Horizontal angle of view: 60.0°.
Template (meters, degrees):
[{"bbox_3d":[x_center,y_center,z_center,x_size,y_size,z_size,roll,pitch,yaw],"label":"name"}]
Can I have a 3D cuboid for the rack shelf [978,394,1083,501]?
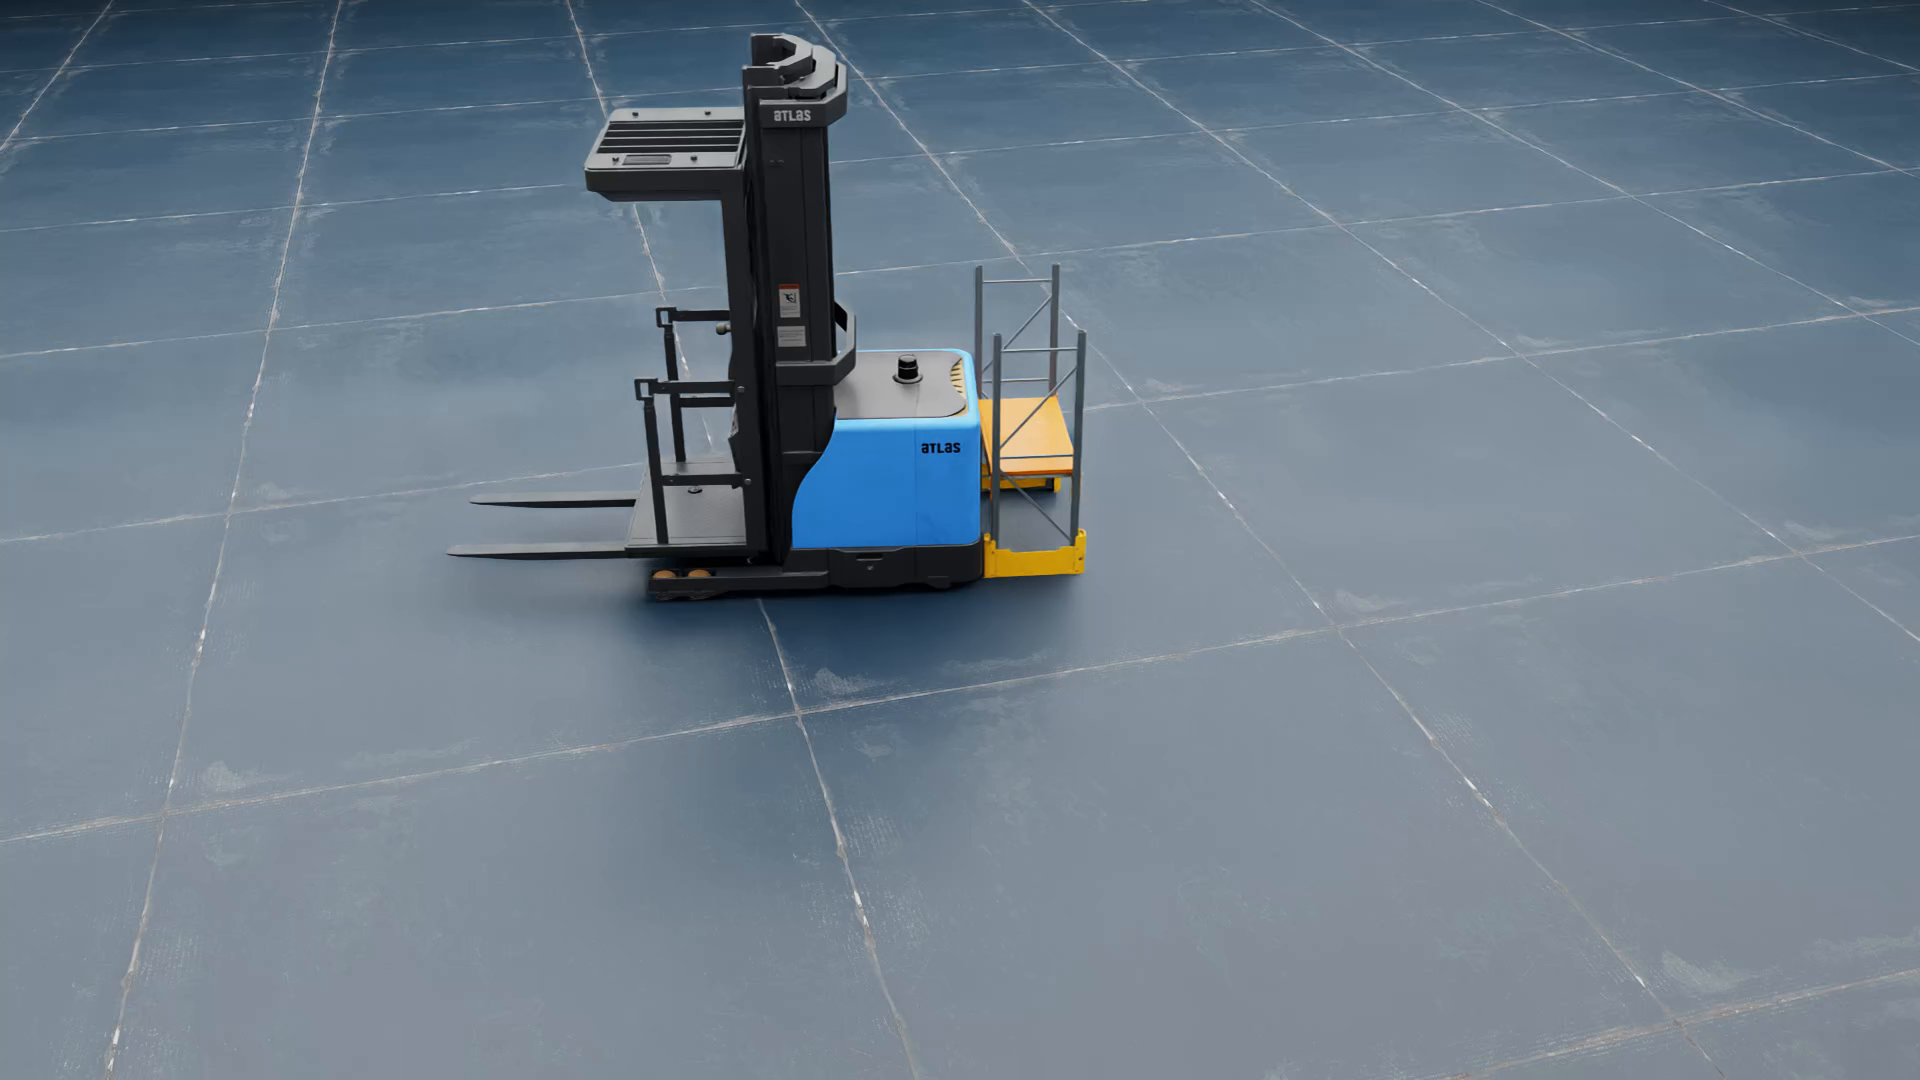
[{"bbox_3d":[0.384,-0.560,9.811,0.538,0.185,1.000,-3,30,-4],"label":"rack shelf"}]

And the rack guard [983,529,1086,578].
[{"bbox_3d":[0.428,0.078,9.597,0.587,0.250,0.087,-3,30,-4],"label":"rack guard"}]

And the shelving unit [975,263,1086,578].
[{"bbox_3d":[0.385,-0.711,9.713,0.587,1.500,1.083,-3,30,-4],"label":"shelving unit"}]

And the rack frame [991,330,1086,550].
[{"bbox_3d":[0.428,-0.462,9.282,0.500,1.500,0.032,-3,30,-4],"label":"rack frame"}]

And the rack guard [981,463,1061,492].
[{"bbox_3d":[0.341,-0.419,10.455,0.587,0.250,0.087,-3,30,-4],"label":"rack guard"}]

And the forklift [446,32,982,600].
[{"bbox_3d":[-1.408,-1.199,9.127,3.031,2.935,1.130,-1,30,-2],"label":"forklift"}]

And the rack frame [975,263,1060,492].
[{"bbox_3d":[0.340,-0.970,10.159,0.500,1.500,0.032,-3,30,-4],"label":"rack frame"}]
